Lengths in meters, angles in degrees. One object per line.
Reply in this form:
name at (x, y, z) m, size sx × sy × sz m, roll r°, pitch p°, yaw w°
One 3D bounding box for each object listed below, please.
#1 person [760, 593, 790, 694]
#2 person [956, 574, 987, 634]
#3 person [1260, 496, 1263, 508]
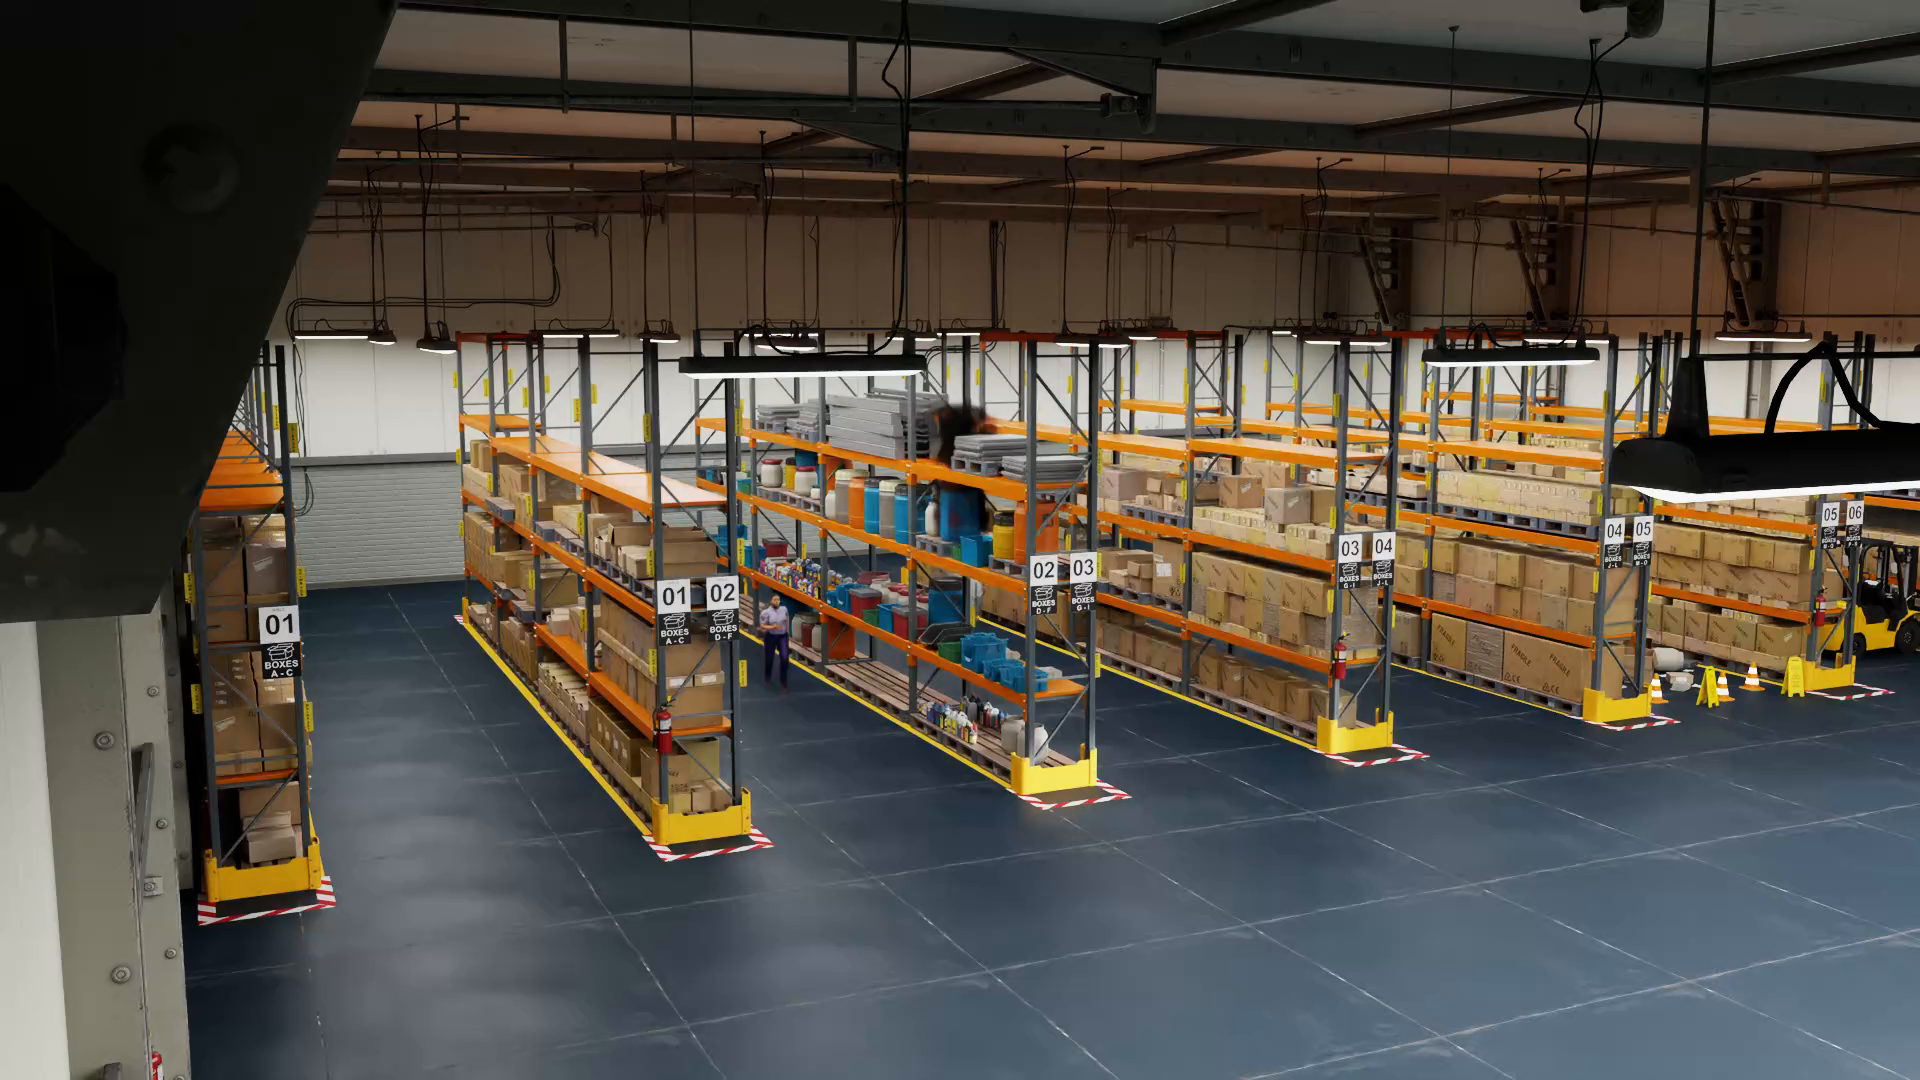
person at (-3.127, 1.732, 28.145) m, size 0.569 × 1.707 × 0.841 m, roll -3°, pitch 8°, yaw -19°
person at (0.267, 1.129, 32.632) m, size 0.595 × 1.702 × 0.722 m, roll -3°, pitch 8°, yaw -23°
person at (8.521, -0.787, 46.715) m, size 0.760 × 1.737 × 0.581 m, roll -6°, pitch 10°, yaw -39°
